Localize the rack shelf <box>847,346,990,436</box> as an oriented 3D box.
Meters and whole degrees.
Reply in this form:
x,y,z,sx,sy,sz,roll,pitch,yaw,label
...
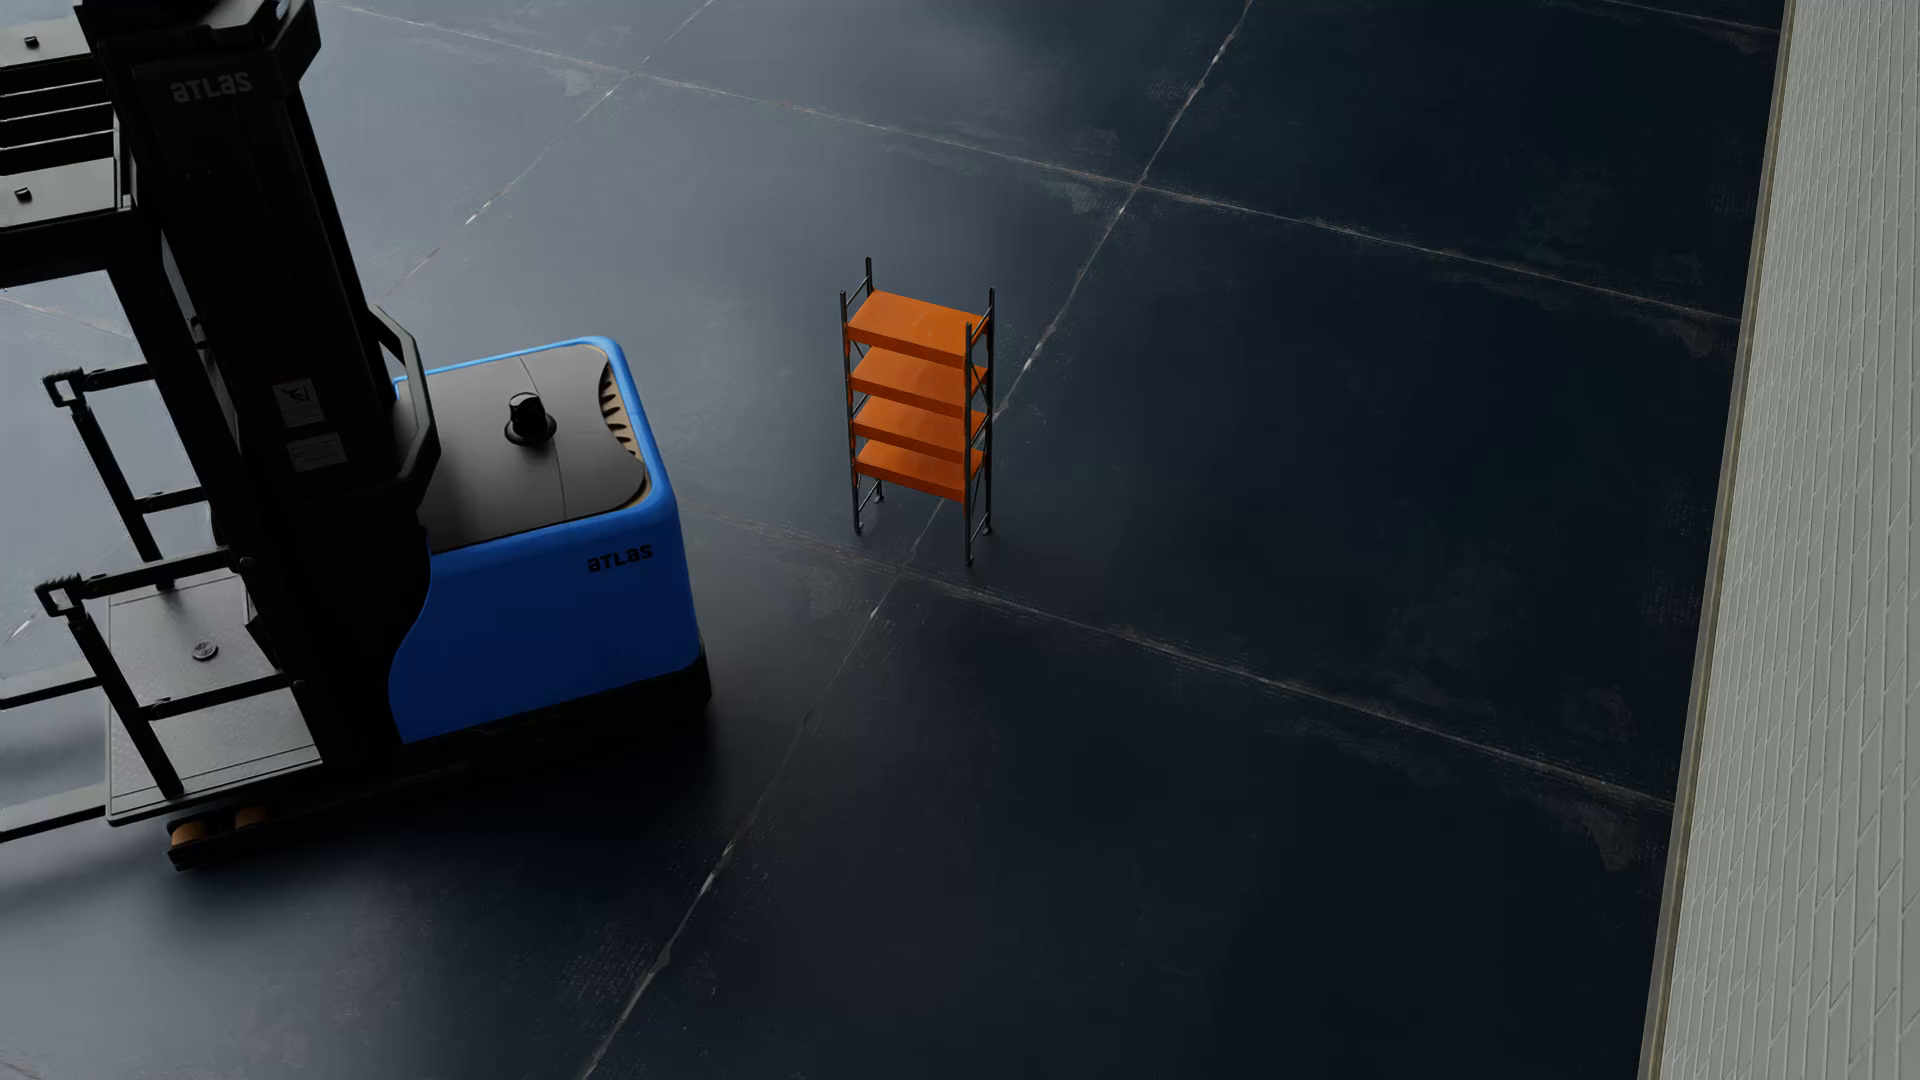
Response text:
x,y,z,sx,sy,sz,roll,pitch,yaw,label
-0.153,-0.581,6.262,0.480,0.148,0.258,16,47,16,rack shelf

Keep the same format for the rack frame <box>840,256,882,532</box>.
x,y,z,sx,sy,sz,roll,pitch,yaw,label
-0.378,-0.537,6.439,0.015,1.200,0.240,16,47,16,rack frame

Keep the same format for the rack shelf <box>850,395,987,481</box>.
x,y,z,sx,sy,sz,roll,pitch,yaw,label
-0.153,-0.423,6.419,0.480,0.148,0.258,16,47,16,rack shelf

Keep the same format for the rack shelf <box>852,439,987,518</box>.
x,y,z,sx,sy,sz,roll,pitch,yaw,label
-0.153,-0.282,6.559,0.480,0.148,0.258,16,47,16,rack shelf

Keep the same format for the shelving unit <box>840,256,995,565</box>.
x,y,z,sx,sy,sz,roll,pitch,yaw,label
-0.153,-0.470,6.372,0.503,1.200,0.258,16,47,16,shelving unit

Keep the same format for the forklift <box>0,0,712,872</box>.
x,y,z,sx,sy,sz,roll,pitch,yaw,label
-2.481,-0.354,5.028,3.031,2.935,1.130,-15,47,-14,forklift

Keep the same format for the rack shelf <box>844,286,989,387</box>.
x,y,z,sx,sy,sz,roll,pitch,yaw,label
-0.153,-0.749,6.095,0.480,0.148,0.258,16,47,16,rack shelf

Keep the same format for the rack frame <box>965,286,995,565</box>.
x,y,z,sx,sy,sz,roll,pitch,yaw,label
0.072,-0.404,6.305,0.015,1.200,0.240,16,47,16,rack frame
